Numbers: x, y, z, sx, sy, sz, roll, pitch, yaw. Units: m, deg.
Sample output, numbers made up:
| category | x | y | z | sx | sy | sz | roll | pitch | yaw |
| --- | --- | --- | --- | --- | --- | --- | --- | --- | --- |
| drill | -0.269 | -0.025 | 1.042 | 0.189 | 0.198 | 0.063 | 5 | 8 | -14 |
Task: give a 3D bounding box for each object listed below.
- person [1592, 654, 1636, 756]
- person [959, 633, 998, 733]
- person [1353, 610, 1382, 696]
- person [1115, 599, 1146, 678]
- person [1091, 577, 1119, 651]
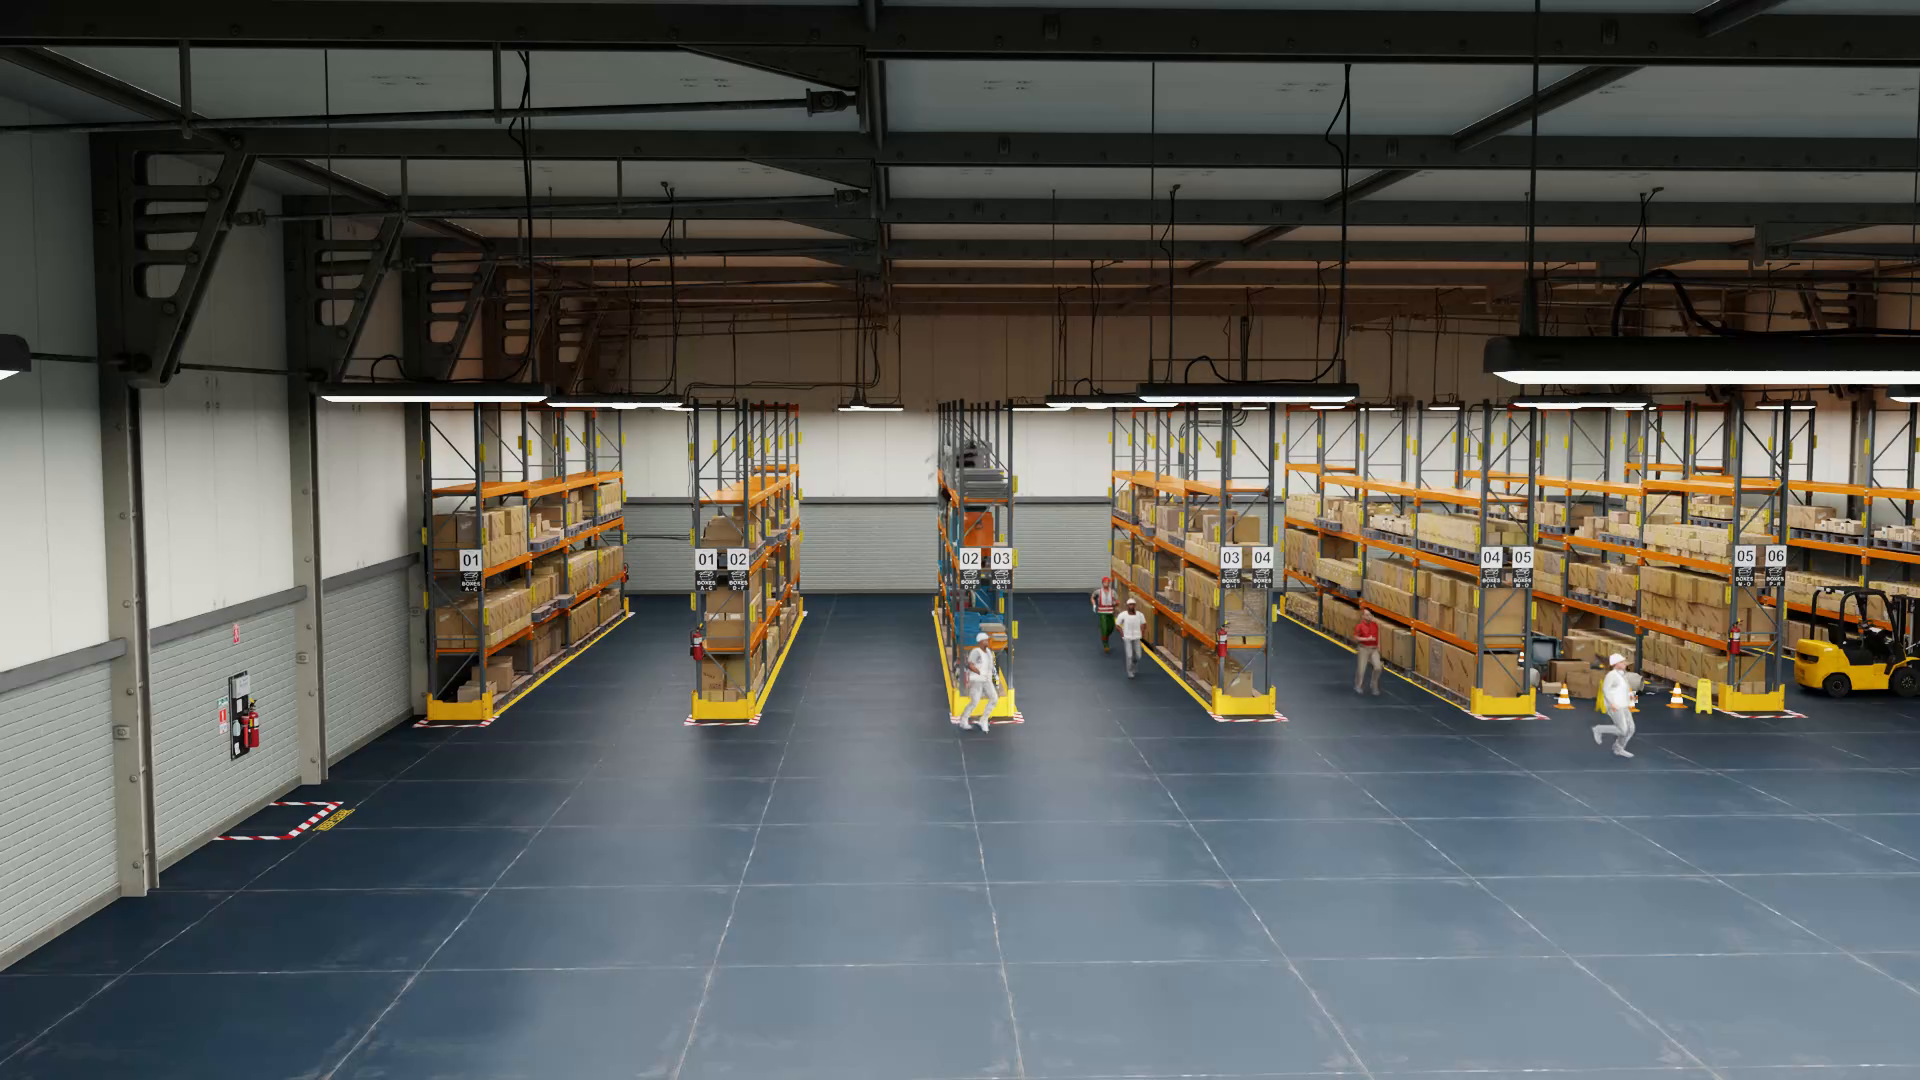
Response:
| category | x | y | z | sx | sy | sz | roll | pitch | yaw |
| --- | --- | --- | --- | --- | --- | --- | --- | --- | --- |
| person | 10.980 | 2.756 | 27.865 | 0.627 | 1.708 | 0.662 | 4 | 6 | 43 |
| person | 0.379 | 2.569 | 30.043 | 0.674 | 1.793 | 0.732 | 3 | 5 | 37 |
| person | 8.297 | 2.317 | 33.789 | 0.656 | 1.796 | 0.735 | -1 | 4 | -13 |
| person | 3.716 | 2.126 | 36.059 | 0.696 | 1.718 | 0.605 | 0 | 4 | -4 |
| person | 3.526 | 1.774 | 40.218 | 0.667 | 1.767 | 0.963 | -1 | 4 | -7 |
